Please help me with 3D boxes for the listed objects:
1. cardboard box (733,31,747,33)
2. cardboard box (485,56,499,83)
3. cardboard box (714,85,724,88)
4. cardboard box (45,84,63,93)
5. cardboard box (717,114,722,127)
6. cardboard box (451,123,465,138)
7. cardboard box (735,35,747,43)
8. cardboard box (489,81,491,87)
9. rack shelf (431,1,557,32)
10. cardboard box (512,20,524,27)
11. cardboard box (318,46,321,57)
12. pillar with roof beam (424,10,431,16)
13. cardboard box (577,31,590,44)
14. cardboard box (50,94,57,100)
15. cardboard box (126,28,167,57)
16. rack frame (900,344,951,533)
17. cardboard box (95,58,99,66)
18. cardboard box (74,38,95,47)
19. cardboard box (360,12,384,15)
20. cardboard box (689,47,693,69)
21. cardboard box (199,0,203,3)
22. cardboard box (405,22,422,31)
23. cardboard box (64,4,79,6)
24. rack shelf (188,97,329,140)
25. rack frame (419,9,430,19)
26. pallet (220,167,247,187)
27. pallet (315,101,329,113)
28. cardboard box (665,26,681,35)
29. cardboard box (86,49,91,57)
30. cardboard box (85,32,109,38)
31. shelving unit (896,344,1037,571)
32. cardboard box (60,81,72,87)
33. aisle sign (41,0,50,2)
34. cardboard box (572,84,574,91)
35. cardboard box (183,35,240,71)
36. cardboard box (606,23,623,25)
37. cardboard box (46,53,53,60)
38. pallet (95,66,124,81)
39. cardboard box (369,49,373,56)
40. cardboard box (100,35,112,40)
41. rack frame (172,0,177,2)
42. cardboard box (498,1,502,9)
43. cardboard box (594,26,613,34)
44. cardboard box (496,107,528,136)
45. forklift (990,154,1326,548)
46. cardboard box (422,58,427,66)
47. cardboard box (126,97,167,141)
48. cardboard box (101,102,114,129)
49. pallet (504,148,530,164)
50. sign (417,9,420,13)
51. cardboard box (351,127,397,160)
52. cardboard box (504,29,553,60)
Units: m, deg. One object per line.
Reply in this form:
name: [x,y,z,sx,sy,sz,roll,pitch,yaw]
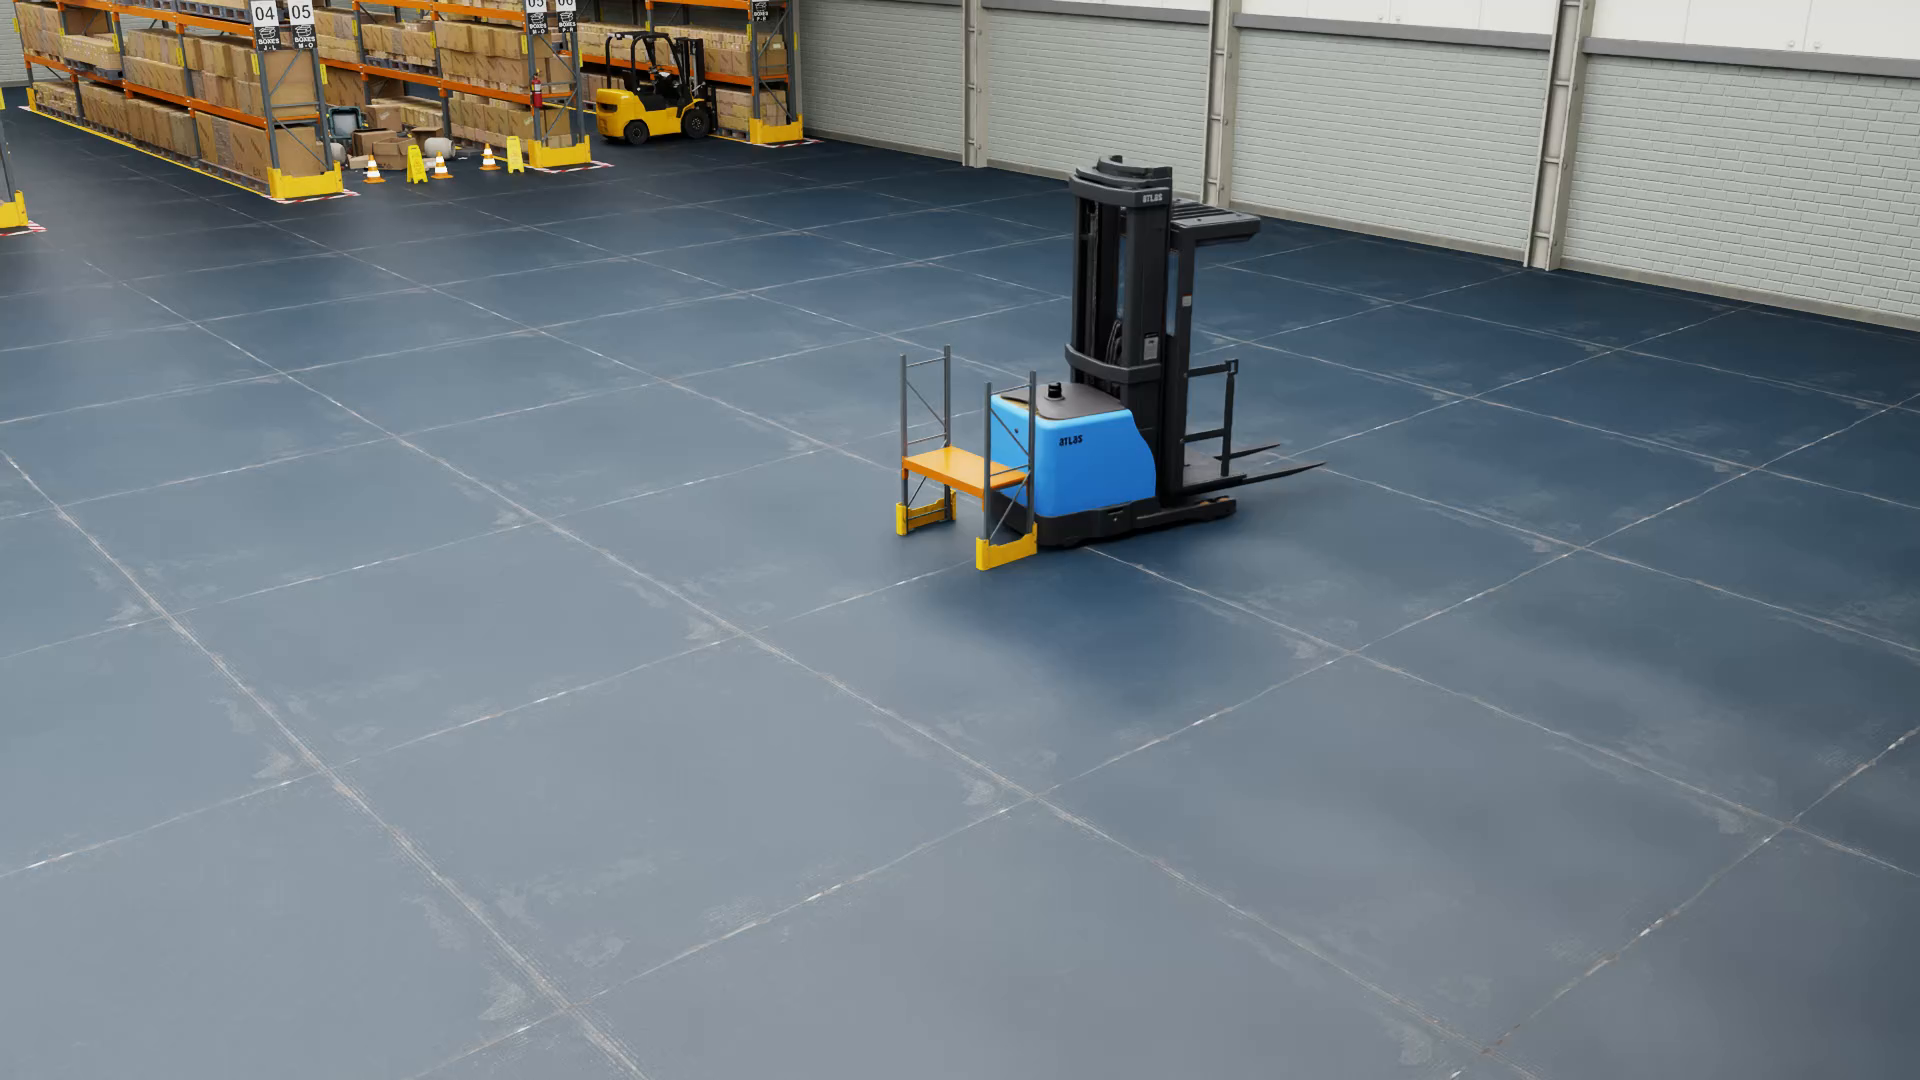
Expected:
cardboard box: [-4.581,-10.695,35.242,0.380,0.149,0.250,-16,27,-36]
cardboard box: [-8.822,-9.140,32.163,0.500,0.500,0.500,-18,27,-38]
cardboard box: [-5.391,-9.627,35.775,0.500,0.250,0.500,-18,28,-38]
cardboard box: [-21.092,-10.530,38.773,0.380,0.149,0.250,-19,28,-40]
cardboard box: [-5.037,-9.025,35.608,0.500,0.250,0.500,-17,27,-37]
cardboard box: [-10.042,-8.386,33.975,0.500,0.250,0.500,-19,28,-40]
cardboard box: [-4.432,-10.372,34.417,0.380,0.149,0.250,-17,27,-37]
cardboard box: [-9.001,-8.955,32.579,0.380,0.149,0.250,-17,27,-37]
rack shelf: [-8.917,-10.207,32.304,1.077,0.370,4.000,-17,27,-37]
cardboard box: [-10.690,-12.786,41.302,0.700,0.500,0.500,-18,27,-38]
cardboard box: [-14.696,-11.366,38.595,0.500,0.250,0.500,-18,28,-38]
pillar with roof beam: [-18.637,-16.924,44.354,9.100,9.000,0.400,-17,27,-37]
cardboard box: [-8.645,-11.829,39.092,0.500,0.250,0.500,-16,27,-36]
cardboard box: [-20.899,-10.324,38.656,0.380,0.149,0.250,-19,28,-40]
cardboard box: [-16.232,-9.982,33.349,0.700,0.500,0.500,-18,27,-38]
rack frame: [-0.276,-0.815,13.509,0.500,1.500,0.032,-17,27,-37]
cardboard box: [-17.677,-9.912,34.446,0.380,0.149,0.250,-18,28,-38]
cardboard box: [-18.540,-10.552,35.264,0.380,0.149,0.250,-18,28,-38]
cardboard box: [-13.302,-11.644,37.592,0.500,0.500,0.500,-17,27,-37]
cardboard box: [-5.689,-10.462,35.946,0.500,0.500,0.500,-18,28,-38]
cardboard box: [-13.094,-9.480,29.094,0.380,0.149,0.250,-17,27,-37]
cardboard box: [-11.352,-10.712,34.709,0.380,0.149,0.250,-19,28,-40]
cardboard box: [-20.228,-11.963,37.999,0.500,0.500,0.500,-19,28,-39]
rack shelf: [-12.601,-7.604,29.771,1.077,0.370,4.000,-17,27,-37]
rack frame: [-14.298,-14.196,45.615,1.000,3.000,0.127,-17,27,-37]
pallet: [-12.669,-6.627,30.114,1.003,0.211,1.213,-17,27,-37]
pallet: [-14.884,-10.414,39.784,1.003,0.211,1.213,-17,27,-37]
cardboard box: [-6.229,-11.162,36.435,0.380,0.149,0.250,-17,27,-37]
cardboard box: [-18.029,-10.197,34.768,0.380,0.149,0.250,-17,27,-36]
cardboard box: [-19.261,-11.083,37.124,0.500,0.500,0.500,-18,28,-38]
shelving unit: [0.047,-0.677,13.155,0.587,1.500,1.083,-17,27,-37]
cardboard box: [-21.082,-10.783,39.419,0.380,0.149,0.250,-17,27,-36]
aisle sign: [-21.560,-13.109,39.275,0.394,0.787,0.004,-17,27,-37]
cardboard box: [-9.515,-11.083,40.519,0.500,0.500,0.500,-16,27,-36]
cardboard box: [-13.692,-8.954,30.545,0.875,0.550,0.550,-17,27,-37]
cardboard box: [-8.119,-12.109,39.262,0.380,0.149,0.250,-18,28,-38]
cardboard box: [-20.568,-11.023,37.858,0.380,0.149,0.250,-17,27,-36]
pallet: [-17.064,-9.679,34.345,1.213,0.211,1.003,-17,27,-37]
cardboard box: [-12.763,-10.747,36.579,0.380,0.149,0.250,-19,29,-40]
cardboard box: [-18.376,-10.847,36.018,0.380,0.149,0.250,-19,28,-39]
rack frame: [-13.907,-11.285,29.957,1.000,3.000,0.127,-17,27,-37]
cardboard box: [-8.506,-10.132,31.472,0.380,0.149,0.250,-17,27,-37]
cardboard box: [-8.241,-11.822,38.527,0.380,0.149,0.250,-17,27,-36]
cardboard box: [-8.676,-8.160,32.370,0.500,0.500,0.500,-16,27,-36]
forklift: [1.735,-1.674,13.740,3.031,2.935,1.130,-12,24,-27]
cardboard box: [-10.927,-9.930,34.492,0.380,0.149,0.250,-18,28,-39]
cardboard box: [-16.189,-8.555,33.722,1.050,0.750,0.750,-18,28,-38]
cardboard box: [-17.839,-9.034,35.289,0.500,0.500,0.500,-19,28,-40]
pallet: [-8.165,-7.548,32.466,1.003,0.211,1.213,-17,27,-37]
sign: [-14.709,-14.470,45.127,0.100,0.325,0.005,-17,27,-37]
cardboard box: [-11.293,-7.632,32.094,0.797,0.637,0.503,-17,27,-37]
cardboard box: [-8.111,-9.332,31.282,0.700,0.500,0.500,-18,28,-39]
